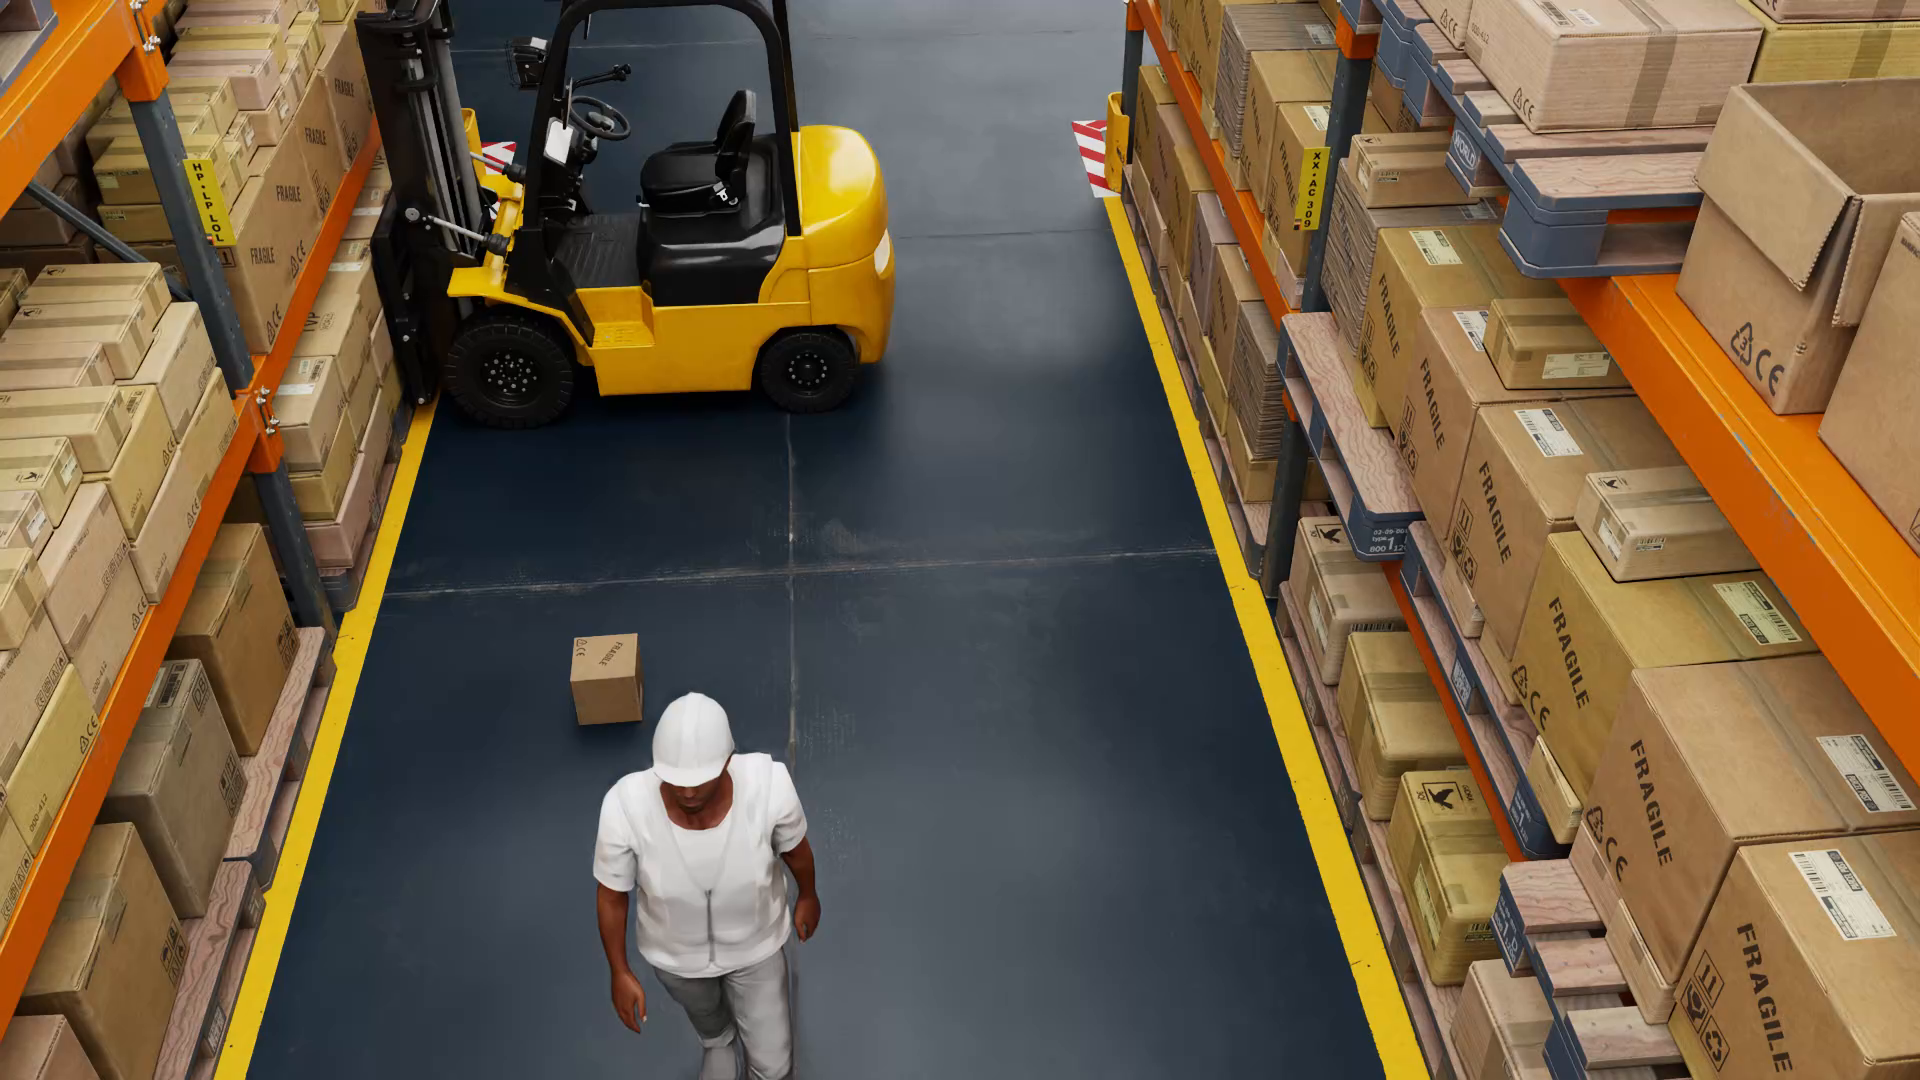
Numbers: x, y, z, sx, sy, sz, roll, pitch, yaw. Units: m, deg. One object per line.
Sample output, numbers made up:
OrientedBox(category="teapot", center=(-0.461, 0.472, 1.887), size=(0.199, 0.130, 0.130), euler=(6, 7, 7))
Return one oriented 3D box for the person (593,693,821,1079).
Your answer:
OrientedBox(category="person", center=(-0.688, 1.181, 4.664), size=(0.606, 1.773, 0.826), euler=(-4, 39, -5))
